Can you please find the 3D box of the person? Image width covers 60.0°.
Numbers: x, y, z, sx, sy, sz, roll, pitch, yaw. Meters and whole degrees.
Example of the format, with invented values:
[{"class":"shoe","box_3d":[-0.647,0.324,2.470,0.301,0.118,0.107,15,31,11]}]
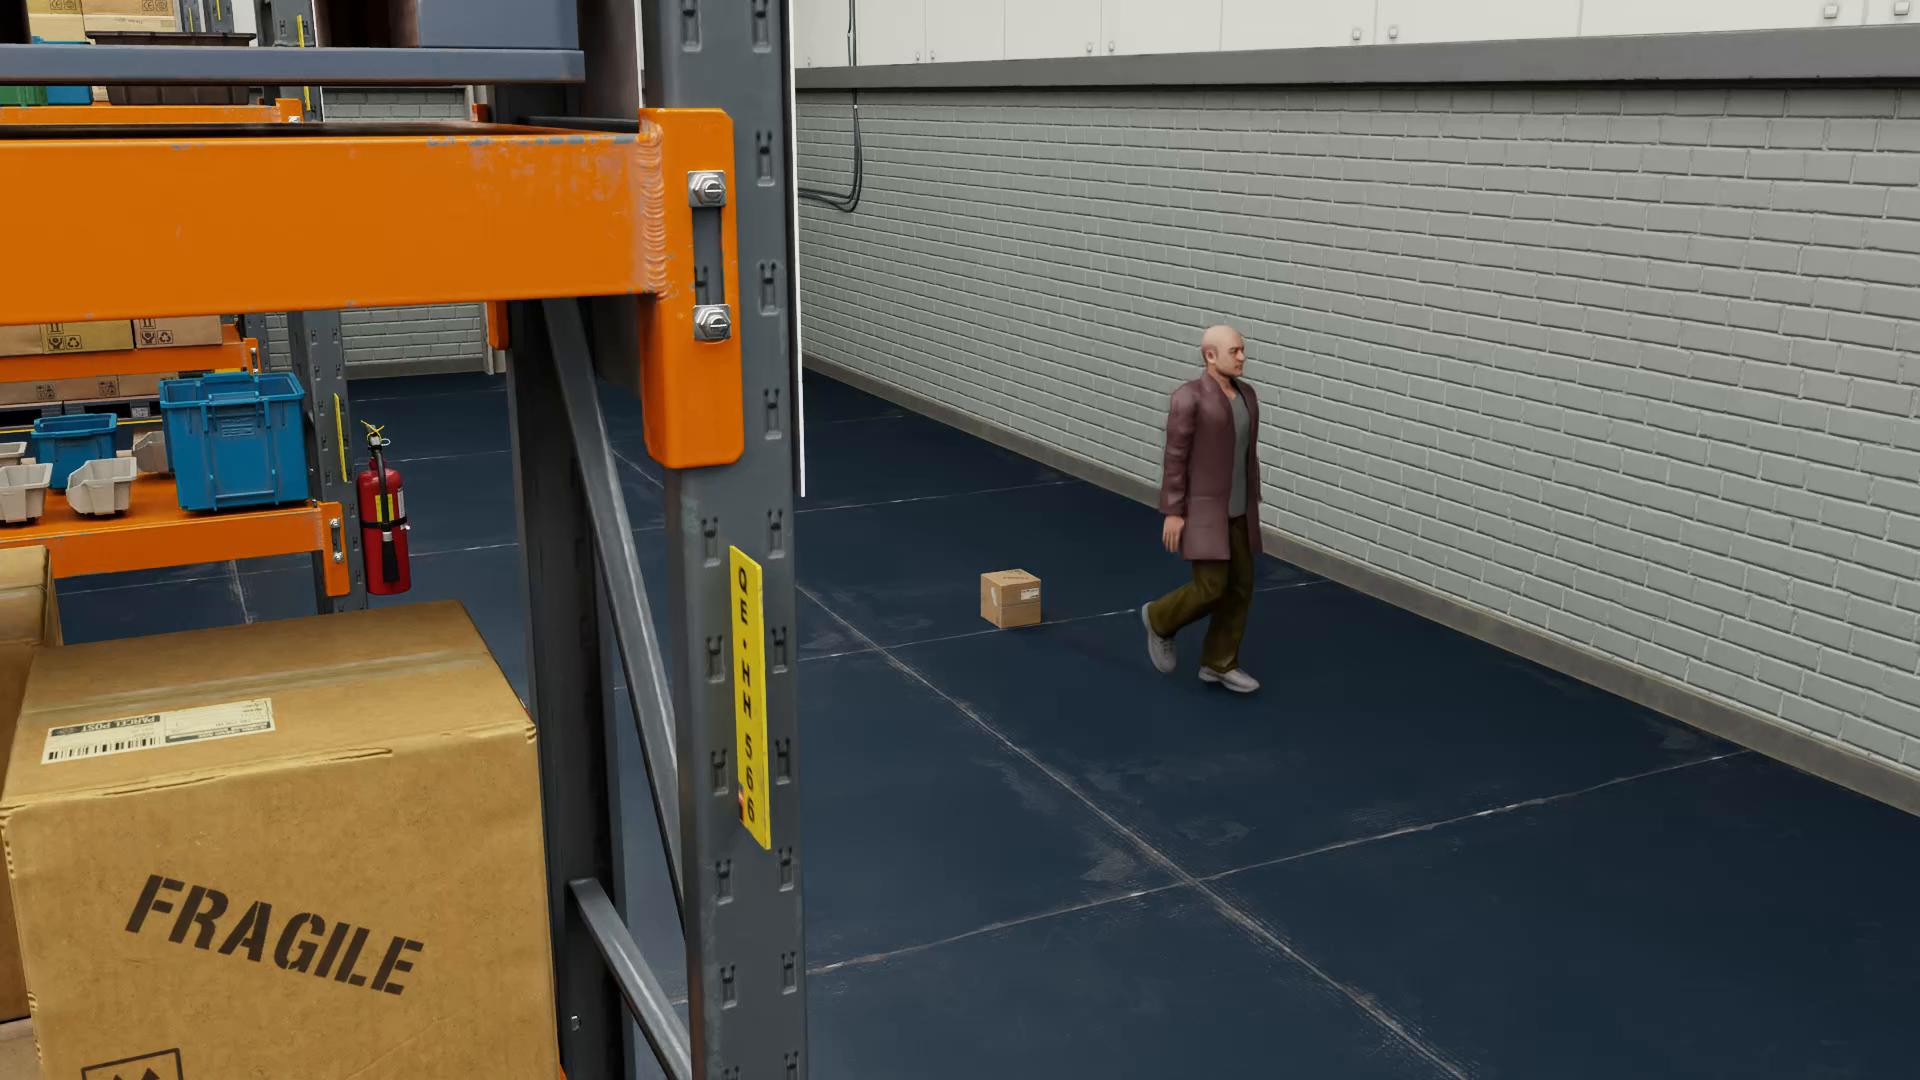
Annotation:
[{"class":"person","box_3d":[1.198,-0.104,8.022,0.604,1.666,0.638,-11,19,-37]}]
